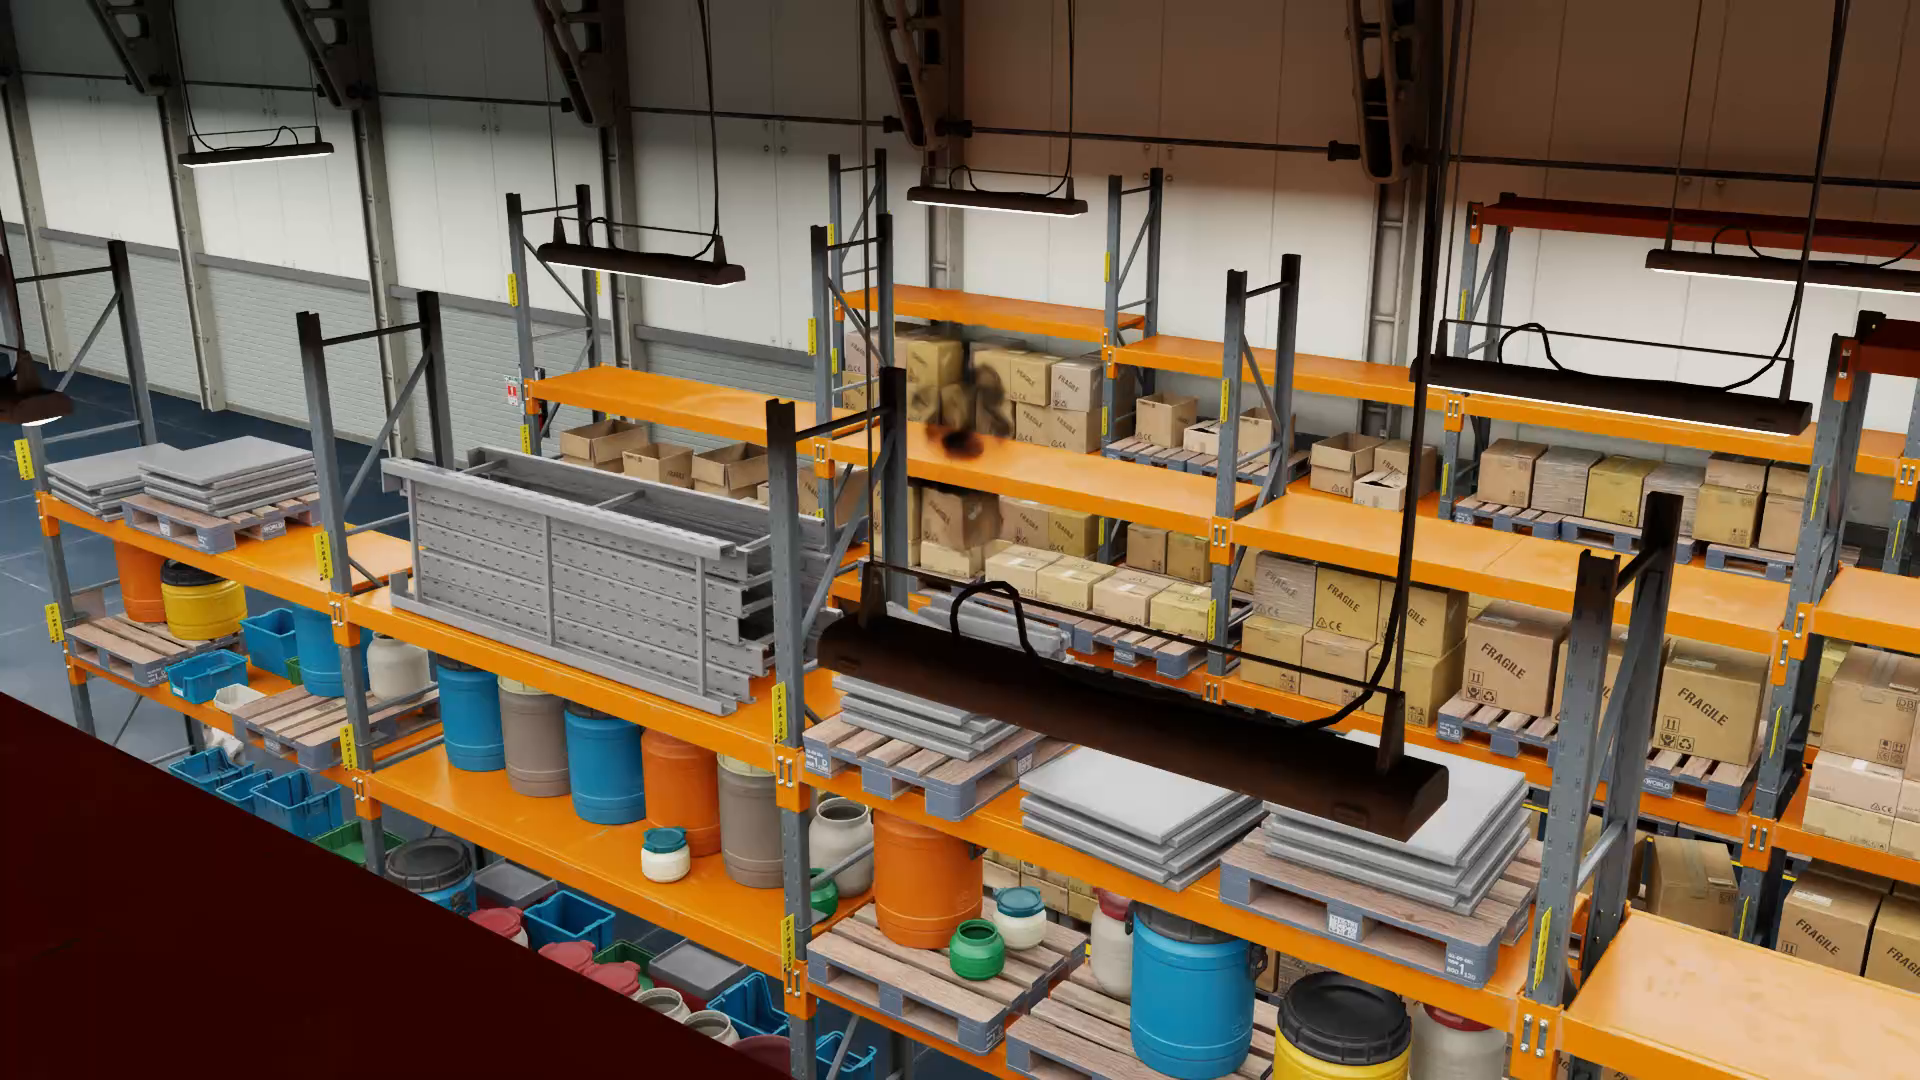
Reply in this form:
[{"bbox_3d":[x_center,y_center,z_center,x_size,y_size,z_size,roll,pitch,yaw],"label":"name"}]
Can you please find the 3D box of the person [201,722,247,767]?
[{"bbox_3d":[-7.187,2.104,16.232,0.704,1.712,0.623,4,19,12],"label":"person"}]
